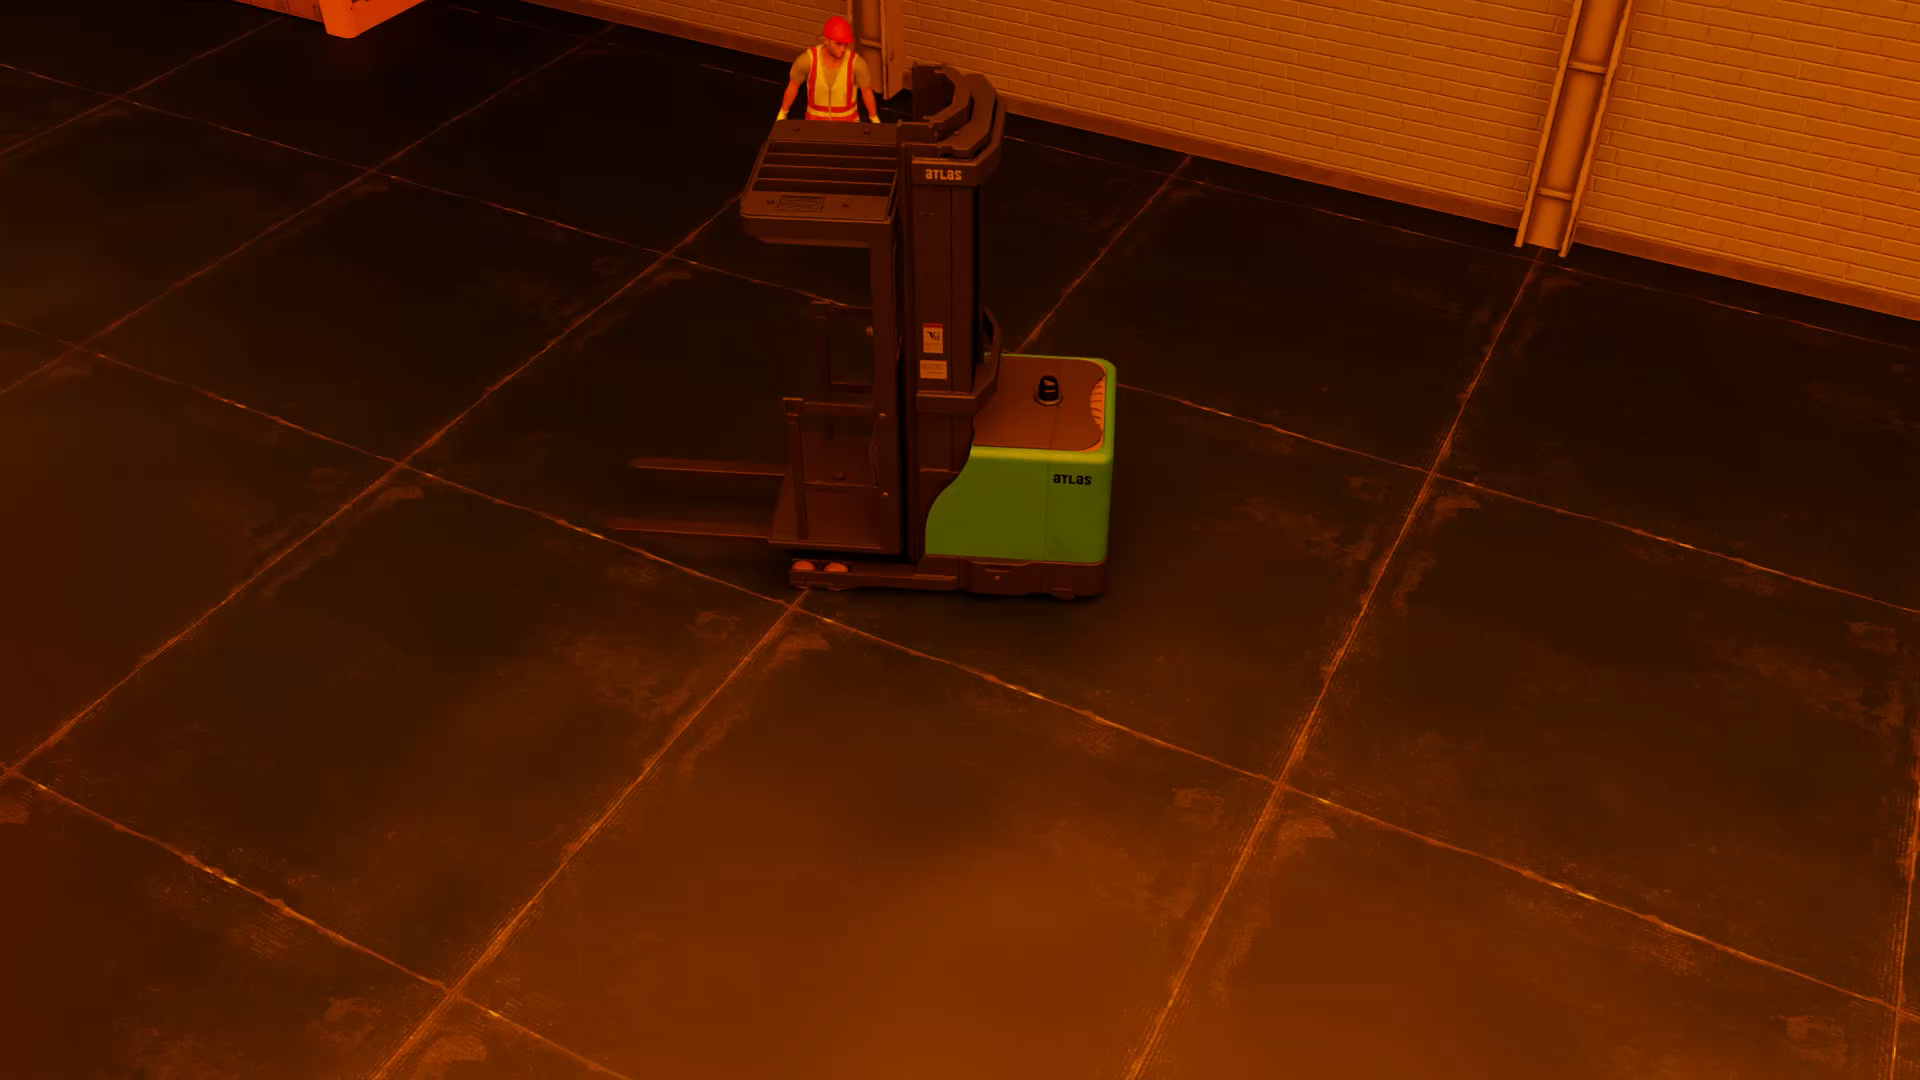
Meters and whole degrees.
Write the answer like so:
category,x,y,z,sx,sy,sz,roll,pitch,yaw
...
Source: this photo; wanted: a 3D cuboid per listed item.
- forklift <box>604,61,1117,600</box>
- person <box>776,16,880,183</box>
category,x,y,z,sx,sy,sz,roll,pitch,yaw
forklift,-0.606,-1.157,9.360,3.031,2.935,1.130,3,40,4
person,-0.968,-3.174,12.703,0.885,1.748,0.460,0,40,0
